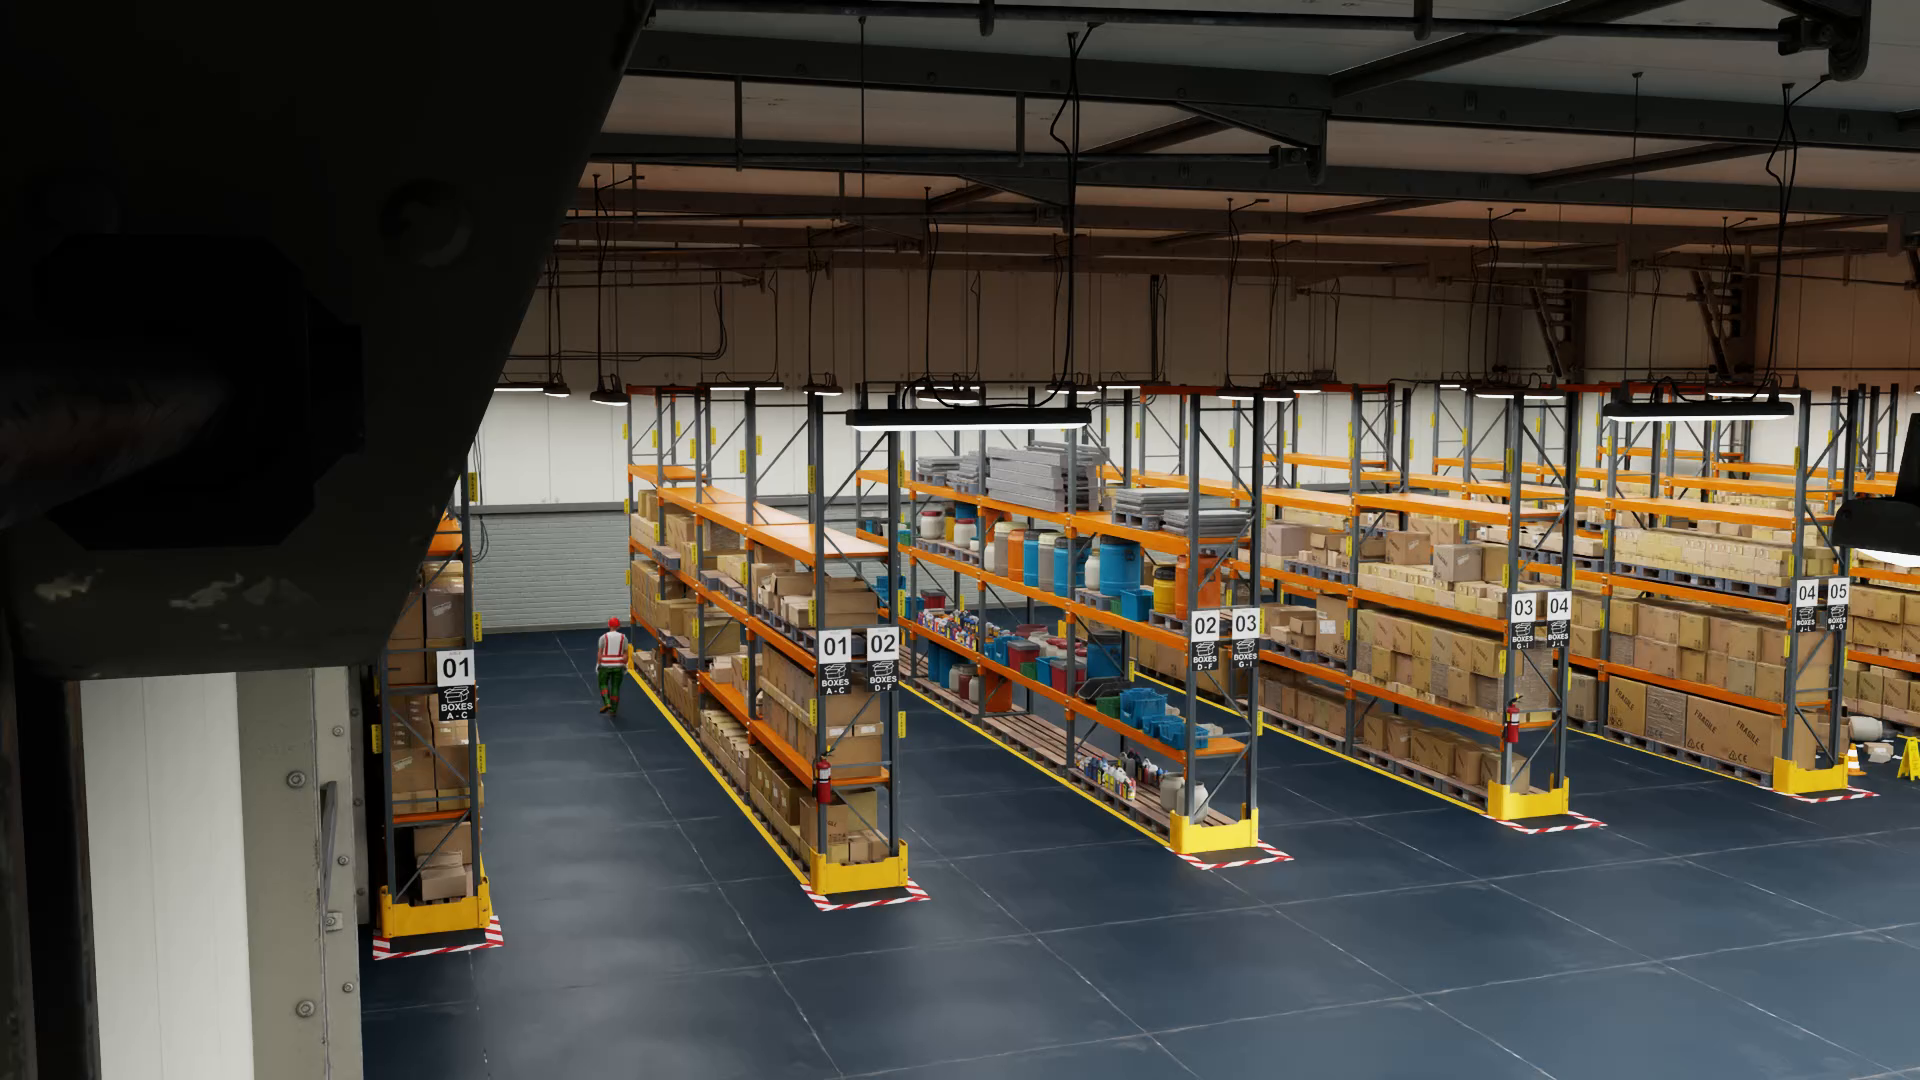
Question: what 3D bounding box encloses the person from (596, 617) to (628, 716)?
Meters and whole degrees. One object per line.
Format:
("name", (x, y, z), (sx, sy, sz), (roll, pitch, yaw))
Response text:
("person", (-6.332, 2.309, 30.293), (0.593, 1.785, 0.480), (-2, 6, -17))
